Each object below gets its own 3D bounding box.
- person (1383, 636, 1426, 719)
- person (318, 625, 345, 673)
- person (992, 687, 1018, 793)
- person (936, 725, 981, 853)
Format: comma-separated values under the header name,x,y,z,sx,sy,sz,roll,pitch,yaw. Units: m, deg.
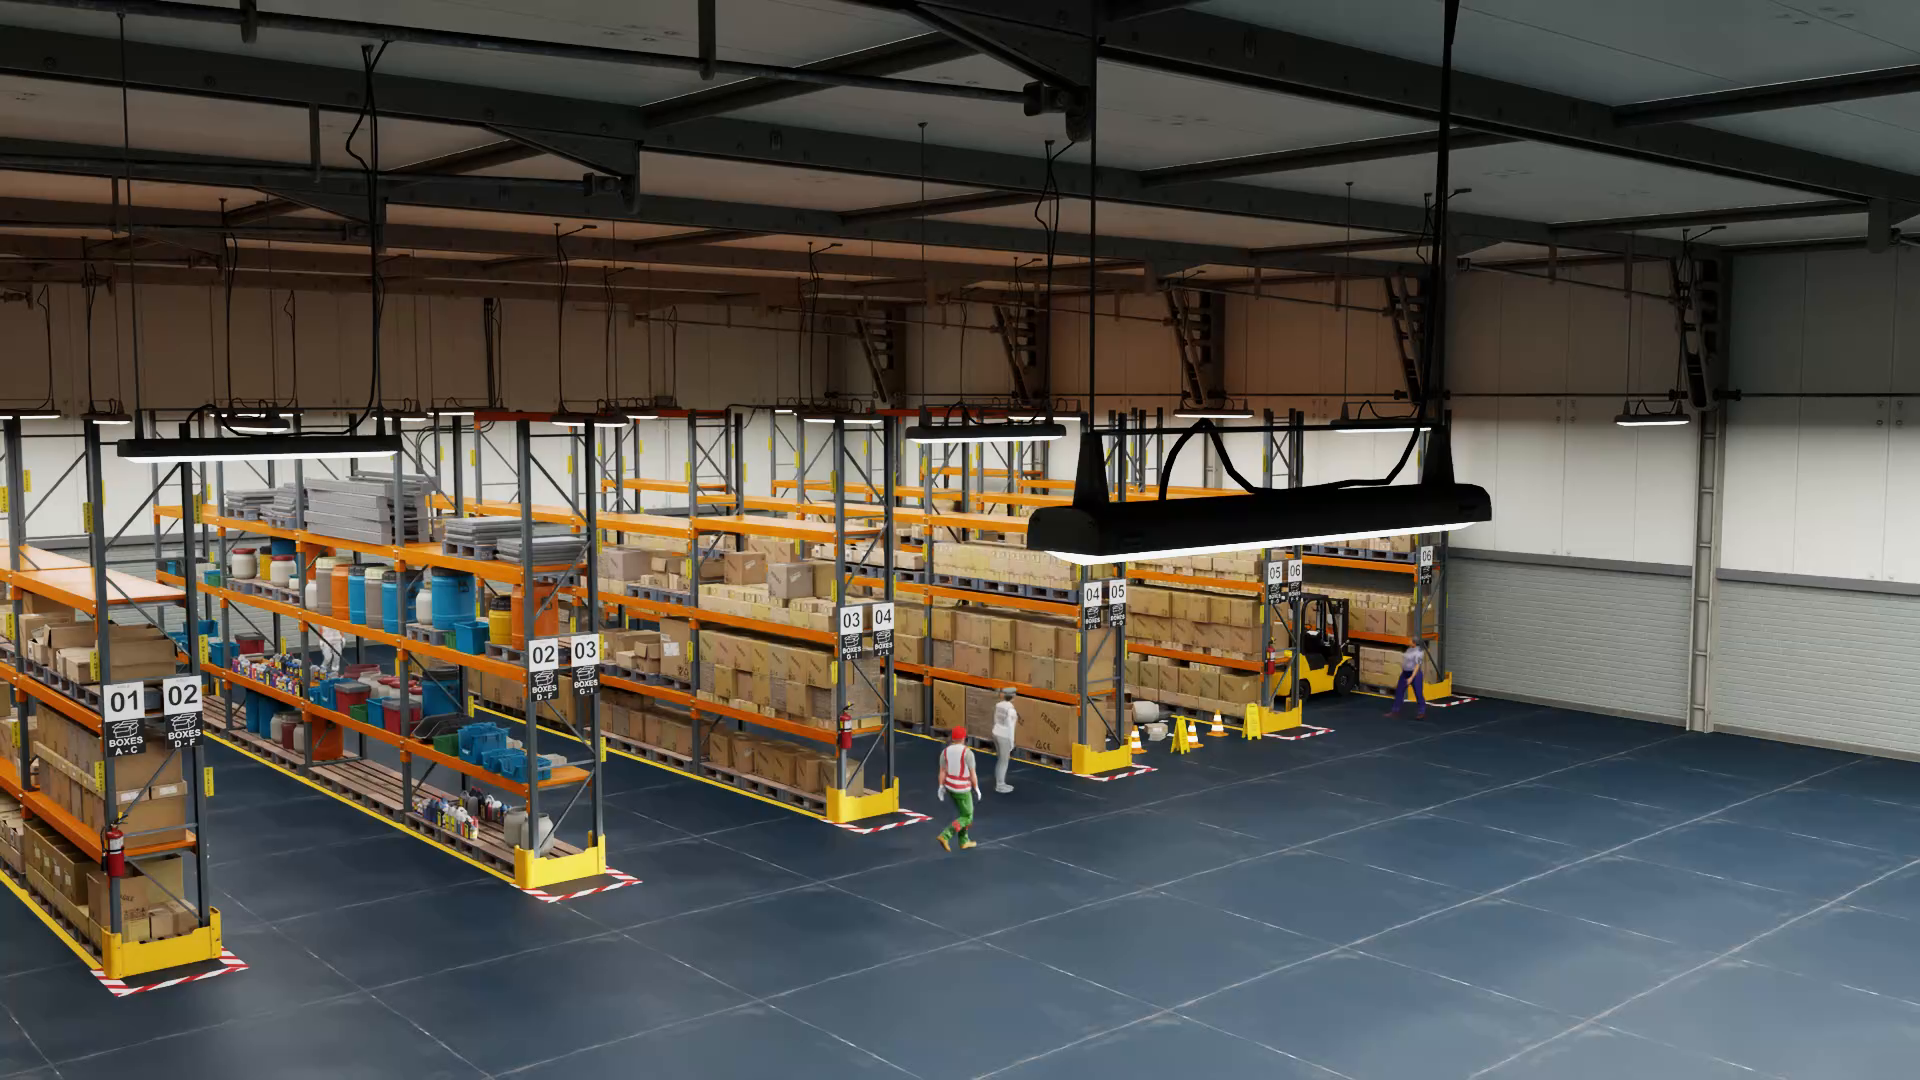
name,x,y,z,sx,sy,sz,roll,pitch,yaw
person,8.724,2.677,32.453,0.660,1.620,0.644,-3,6,-34
person,-13.822,2.247,36.574,0.429,1.808,0.592,5,7,44
person,0.720,3.180,26.511,0.383,1.673,0.518,-2,6,-26
person,-0.043,3.428,22.897,0.798,1.758,0.527,-3,6,-35
